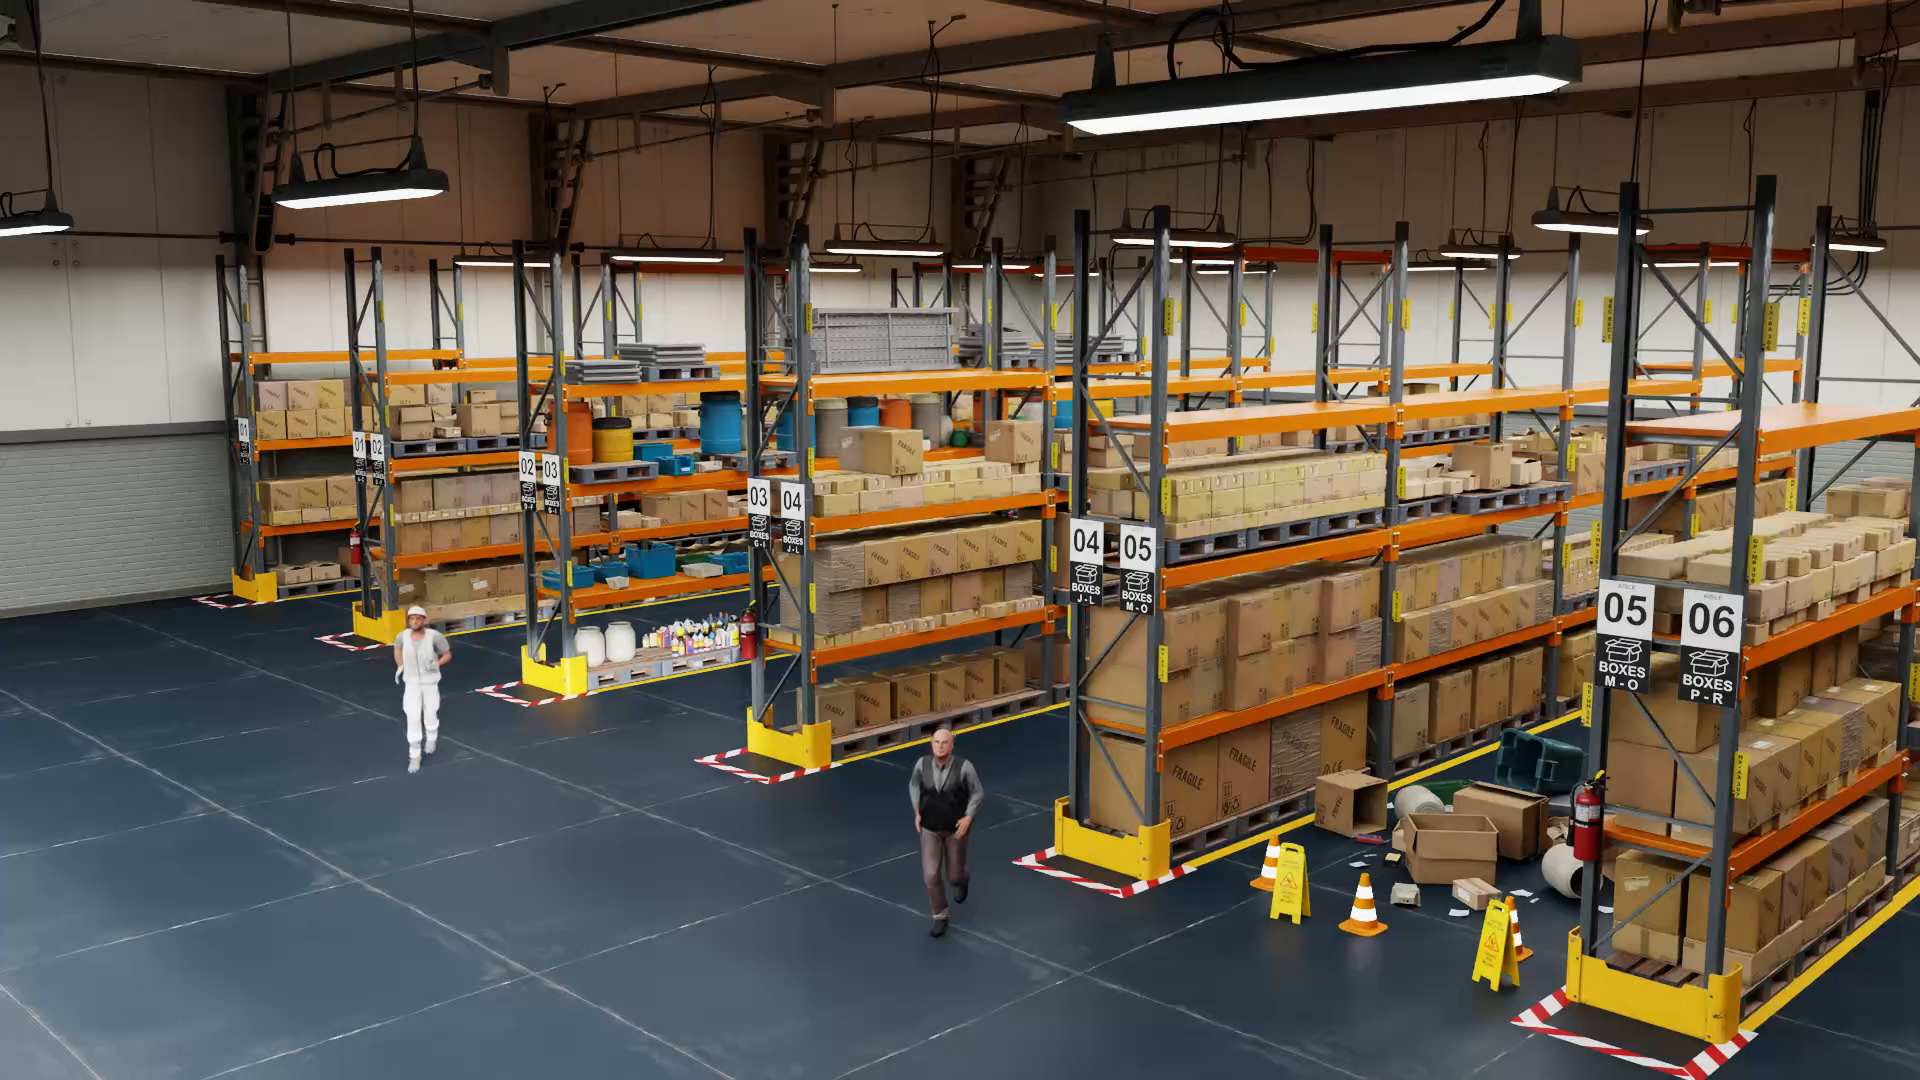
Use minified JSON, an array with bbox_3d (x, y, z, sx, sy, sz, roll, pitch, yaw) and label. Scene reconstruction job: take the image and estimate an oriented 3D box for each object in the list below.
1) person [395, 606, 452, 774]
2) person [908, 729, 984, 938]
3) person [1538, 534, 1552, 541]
[{"bbox_3d":[-6.048,1.624,18.732,0.623,1.822,0.876,-2,8,-11],"label":"person"},{"bbox_3d":[-0.116,2.383,13.888,0.656,1.690,0.762,1,8,10],"label":"person"},{"bbox_3d":[8.912,0.754,25.347,0.810,1.705,0.576,-6,10,-37],"label":"person"}]
